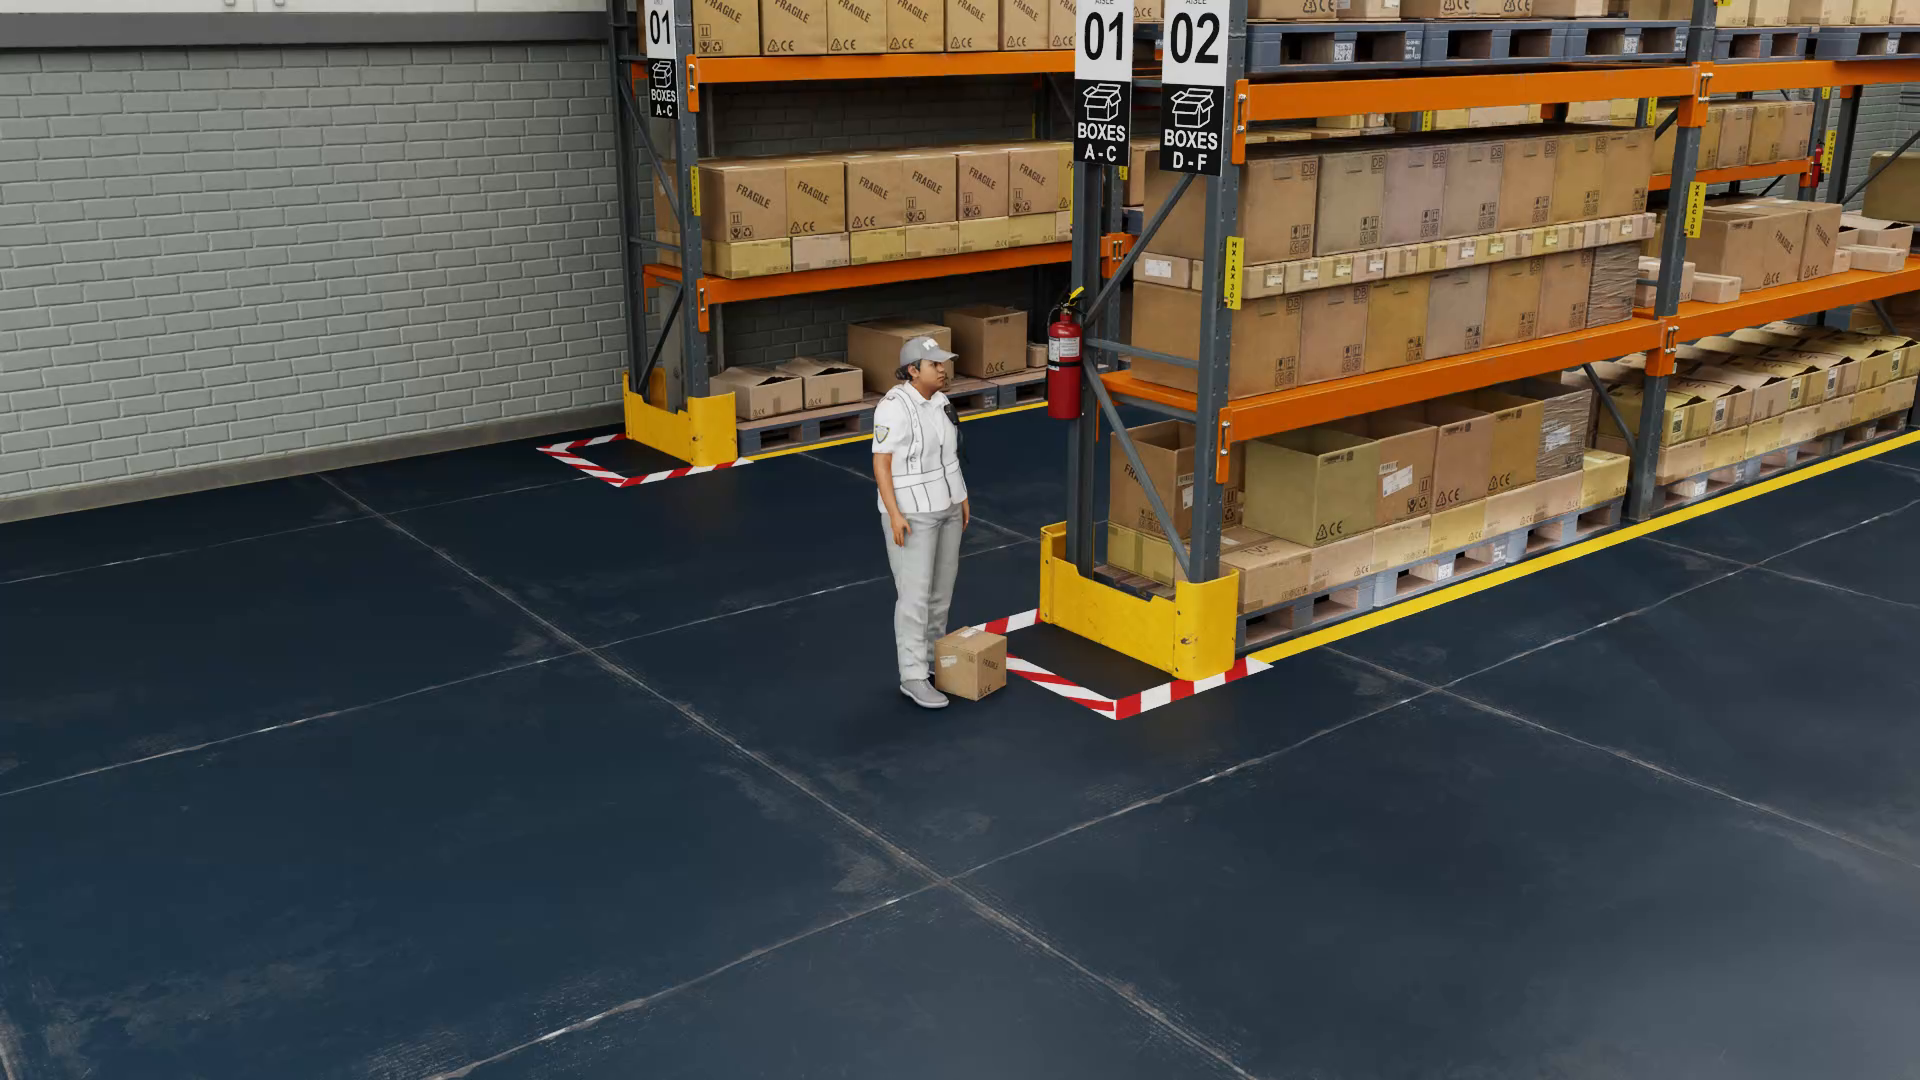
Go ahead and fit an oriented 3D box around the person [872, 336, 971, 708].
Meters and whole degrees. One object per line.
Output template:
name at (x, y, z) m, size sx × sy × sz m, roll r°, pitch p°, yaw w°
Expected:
person at (-0.124, -0.114, 7.867) m, size 0.529 × 1.670 × 0.597 m, roll 14°, pitch 22°, yaw 36°
